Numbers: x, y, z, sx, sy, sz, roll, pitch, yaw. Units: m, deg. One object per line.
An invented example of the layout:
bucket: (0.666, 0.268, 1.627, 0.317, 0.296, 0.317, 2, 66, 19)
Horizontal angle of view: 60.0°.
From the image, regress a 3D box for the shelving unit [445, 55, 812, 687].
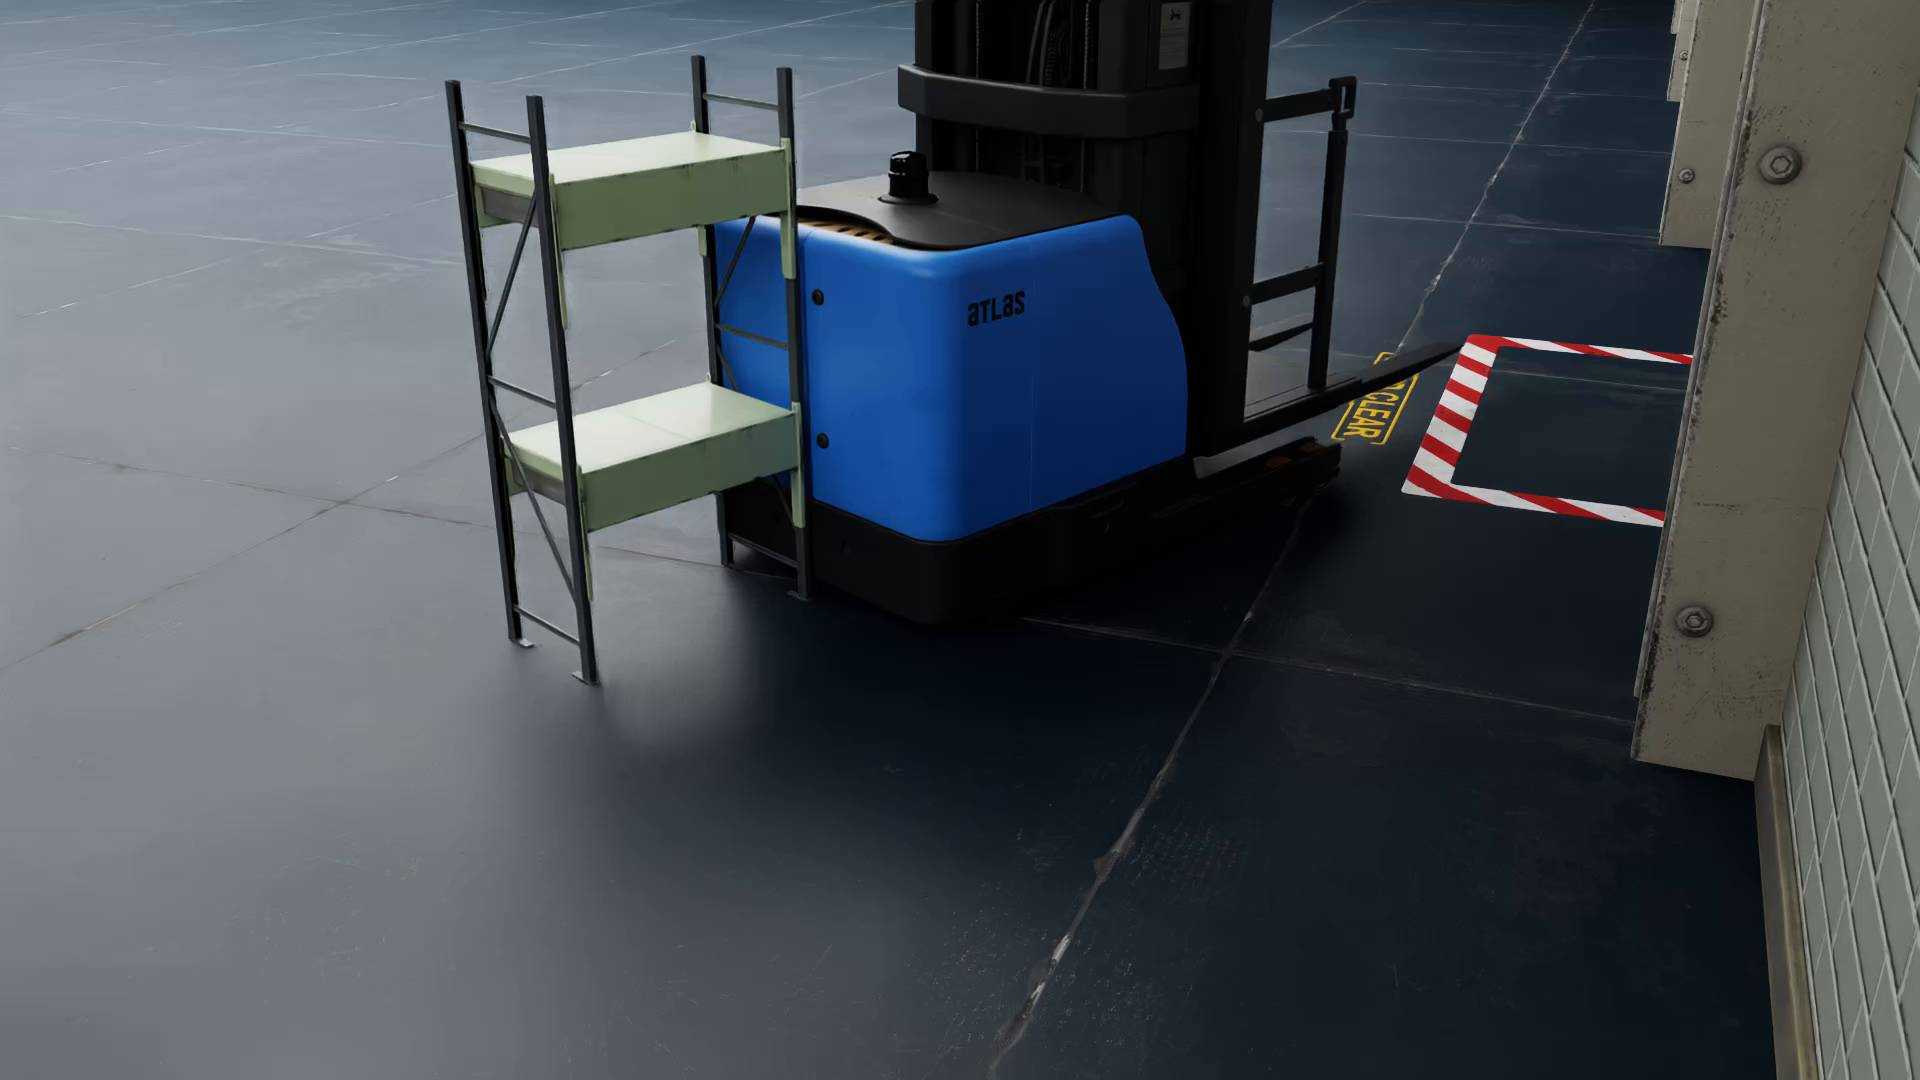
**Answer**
shelving unit: (-0.837, -0.466, 4.420, 0.431, 1.500, 0.755, 21, 31, 41)

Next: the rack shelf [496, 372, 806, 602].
rack shelf: (-0.837, -0.165, 4.546, 0.431, 0.370, 0.720, 21, 31, 41)

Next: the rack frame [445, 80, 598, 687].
rack frame: (-1.096, -0.366, 4.181, 0.400, 1.500, 0.023, 21, 31, 41)

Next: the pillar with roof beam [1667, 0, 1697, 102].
pillar with roof beam: (2.287, -8.586, 14.131, 9.100, 9.000, 0.400, 9, 24, 20)

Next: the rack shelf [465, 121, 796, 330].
rack shelf: (-0.837, -0.826, 4.270, 0.431, 0.370, 0.720, 21, 31, 41)

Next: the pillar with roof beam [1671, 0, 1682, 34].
pillar with roof beam: (4.516, -10.733, 19.271, 9.100, 9.000, 0.400, 9, 24, 20)

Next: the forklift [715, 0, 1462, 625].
forklift: (0.650, -1.591, 5.255, 3.031, 2.935, 1.130, -21, 30, -40)

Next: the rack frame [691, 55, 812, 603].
rack frame: (-0.579, -0.566, 4.659, 0.400, 1.500, 0.023, 21, 31, 41)

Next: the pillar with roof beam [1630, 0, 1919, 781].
pillar with roof beam: (-2.170, -4.292, 3.850, 9.100, 9.000, 0.400, 9, 24, 20)

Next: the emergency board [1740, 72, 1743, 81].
emergency board: (2.780, -1.786, 5.635, 0.194, 1.169, 0.643, 9, 24, 20)

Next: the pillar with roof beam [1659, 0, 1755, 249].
pillar with roof beam: (0.059, -6.439, 8.990, 9.100, 9.000, 0.400, 9, 24, 20)
